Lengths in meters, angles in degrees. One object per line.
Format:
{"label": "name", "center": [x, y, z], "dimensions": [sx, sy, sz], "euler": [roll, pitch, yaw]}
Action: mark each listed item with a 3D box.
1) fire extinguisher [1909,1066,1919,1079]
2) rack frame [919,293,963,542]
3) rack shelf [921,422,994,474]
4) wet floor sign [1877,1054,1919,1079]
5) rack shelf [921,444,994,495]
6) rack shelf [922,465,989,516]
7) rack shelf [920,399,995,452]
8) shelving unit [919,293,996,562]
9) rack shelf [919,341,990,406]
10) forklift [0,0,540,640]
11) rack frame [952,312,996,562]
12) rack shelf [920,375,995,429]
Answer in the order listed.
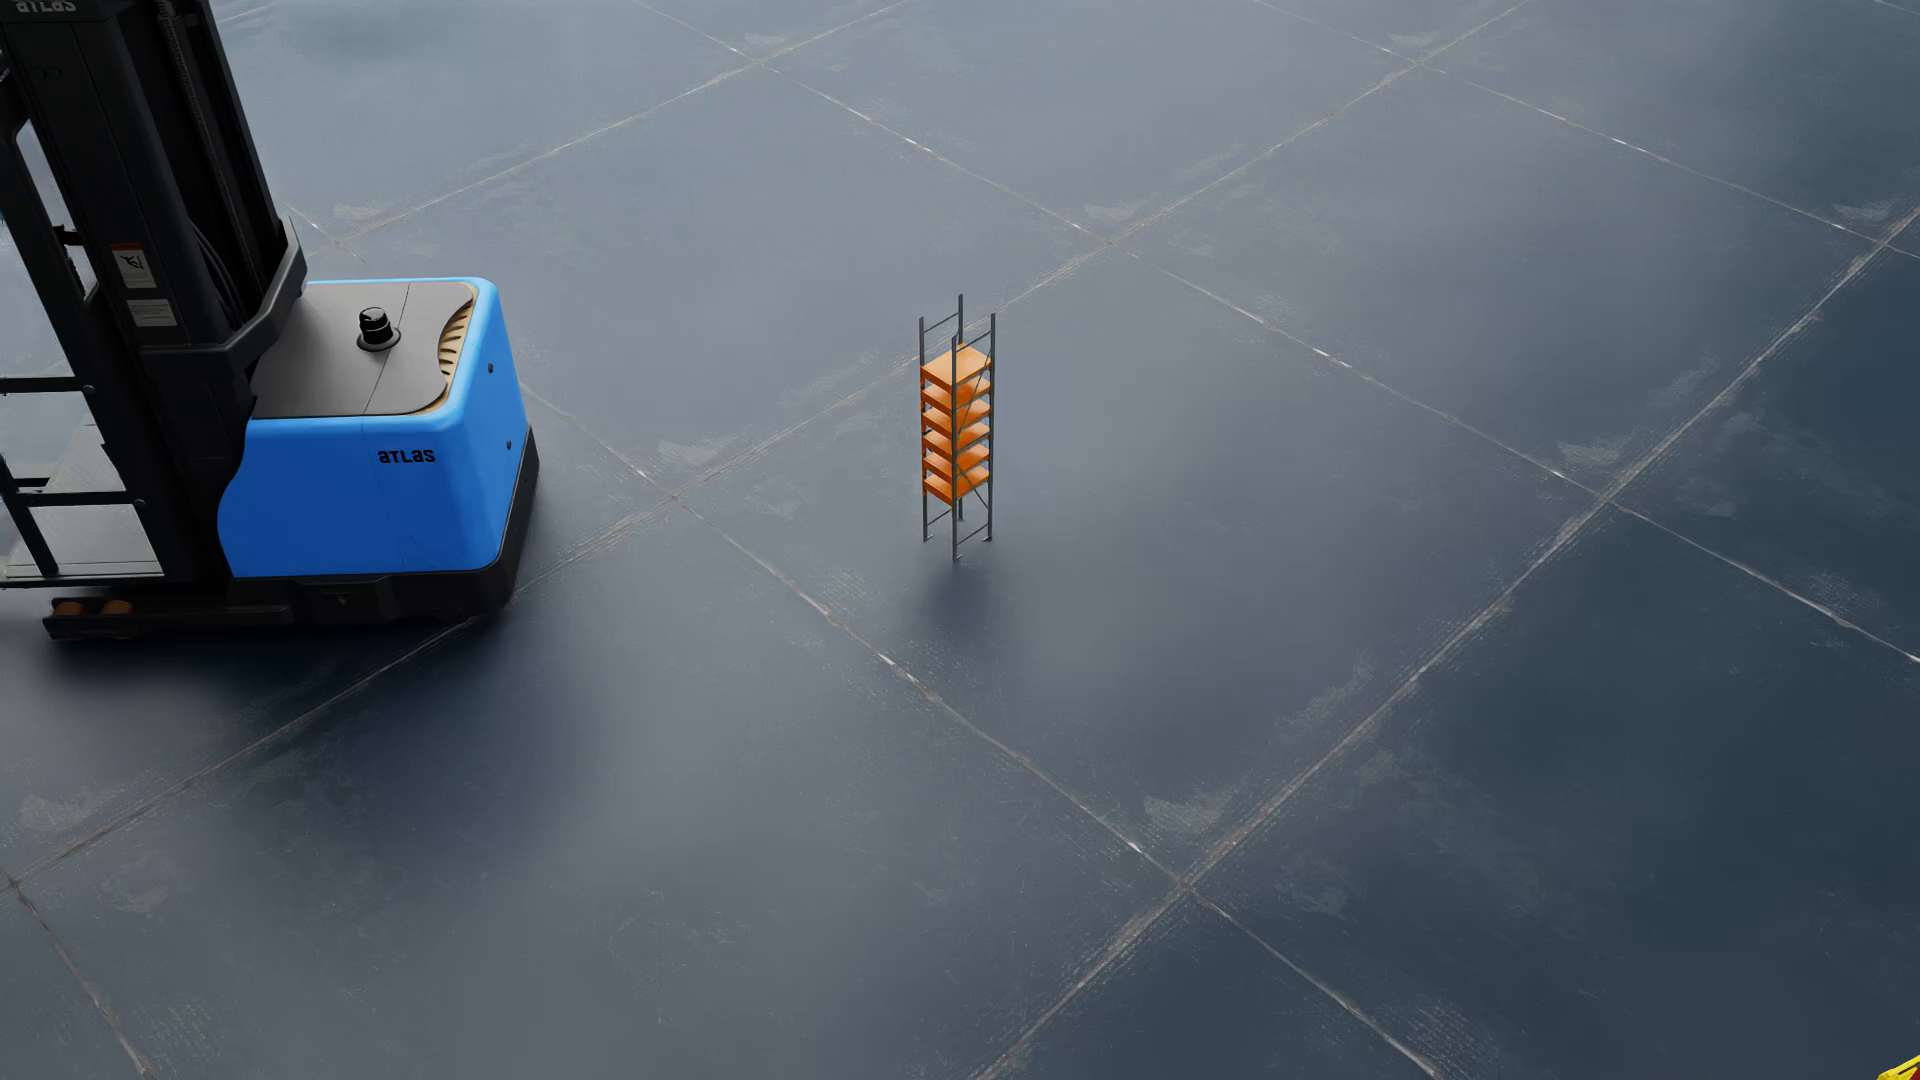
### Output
{"label": "fire extinguisher", "center": [2.373, 1.225, 3.888], "dimensions": [0.296, 0.674, 0.183], "euler": [-34, 53, -31]}
{"label": "rack frame", "center": [-0.075, -0.492, 7.015], "dimensions": [0.240, 1.200, 0.006], "euler": [-34, 53, -31]}
{"label": "rack shelf", "center": [-0.010, -0.415, 6.998], "dimensions": [0.258, 0.103, 0.180], "euler": [-34, 53, -31]}
{"label": "wet floor sign", "center": [2.751, 1.733, 5.016], "dimensions": [0.267, 0.644, 0.232], "euler": [-18, 46, -18]}
{"label": "rack shelf", "center": [-0.010, -0.327, 7.079], "dimensions": [0.258, 0.103, 0.180], "euler": [-34, 53, -31]}
{"label": "rack shelf", "center": [-0.010, -0.239, 7.161], "dimensions": [0.258, 0.103, 0.180], "euler": [-34, 53, -31]}
{"label": "rack shelf", "center": [-0.010, -0.503, 6.916], "dimensions": [0.258, 0.103, 0.180], "euler": [-34, 53, -31]}
{"label": "shelving unit", "center": [-0.010, -0.448, 6.968], "dimensions": [0.258, 1.200, 0.189], "euler": [-34, 53, -31]}
{"label": "rack shelf", "center": [-0.010, -0.679, 6.754], "dimensions": [0.258, 0.103, 0.180], "euler": [-34, 53, -31]}
{"label": "forklift", "center": [-3.421, -1.028, 6.320], "dimensions": [3.031, 2.935, 1.130], "euler": [-2, 43, -2]}
{"label": "rack frame", "center": [0.054, -0.404, 6.920], "dimensions": [0.240, 1.200, 0.006], "euler": [-34, 53, -31]}
{"label": "rack shelf", "center": [-0.010, -0.591, 6.835], "dimensions": [0.258, 0.103, 0.180], "euler": [-34, 53, -31]}
